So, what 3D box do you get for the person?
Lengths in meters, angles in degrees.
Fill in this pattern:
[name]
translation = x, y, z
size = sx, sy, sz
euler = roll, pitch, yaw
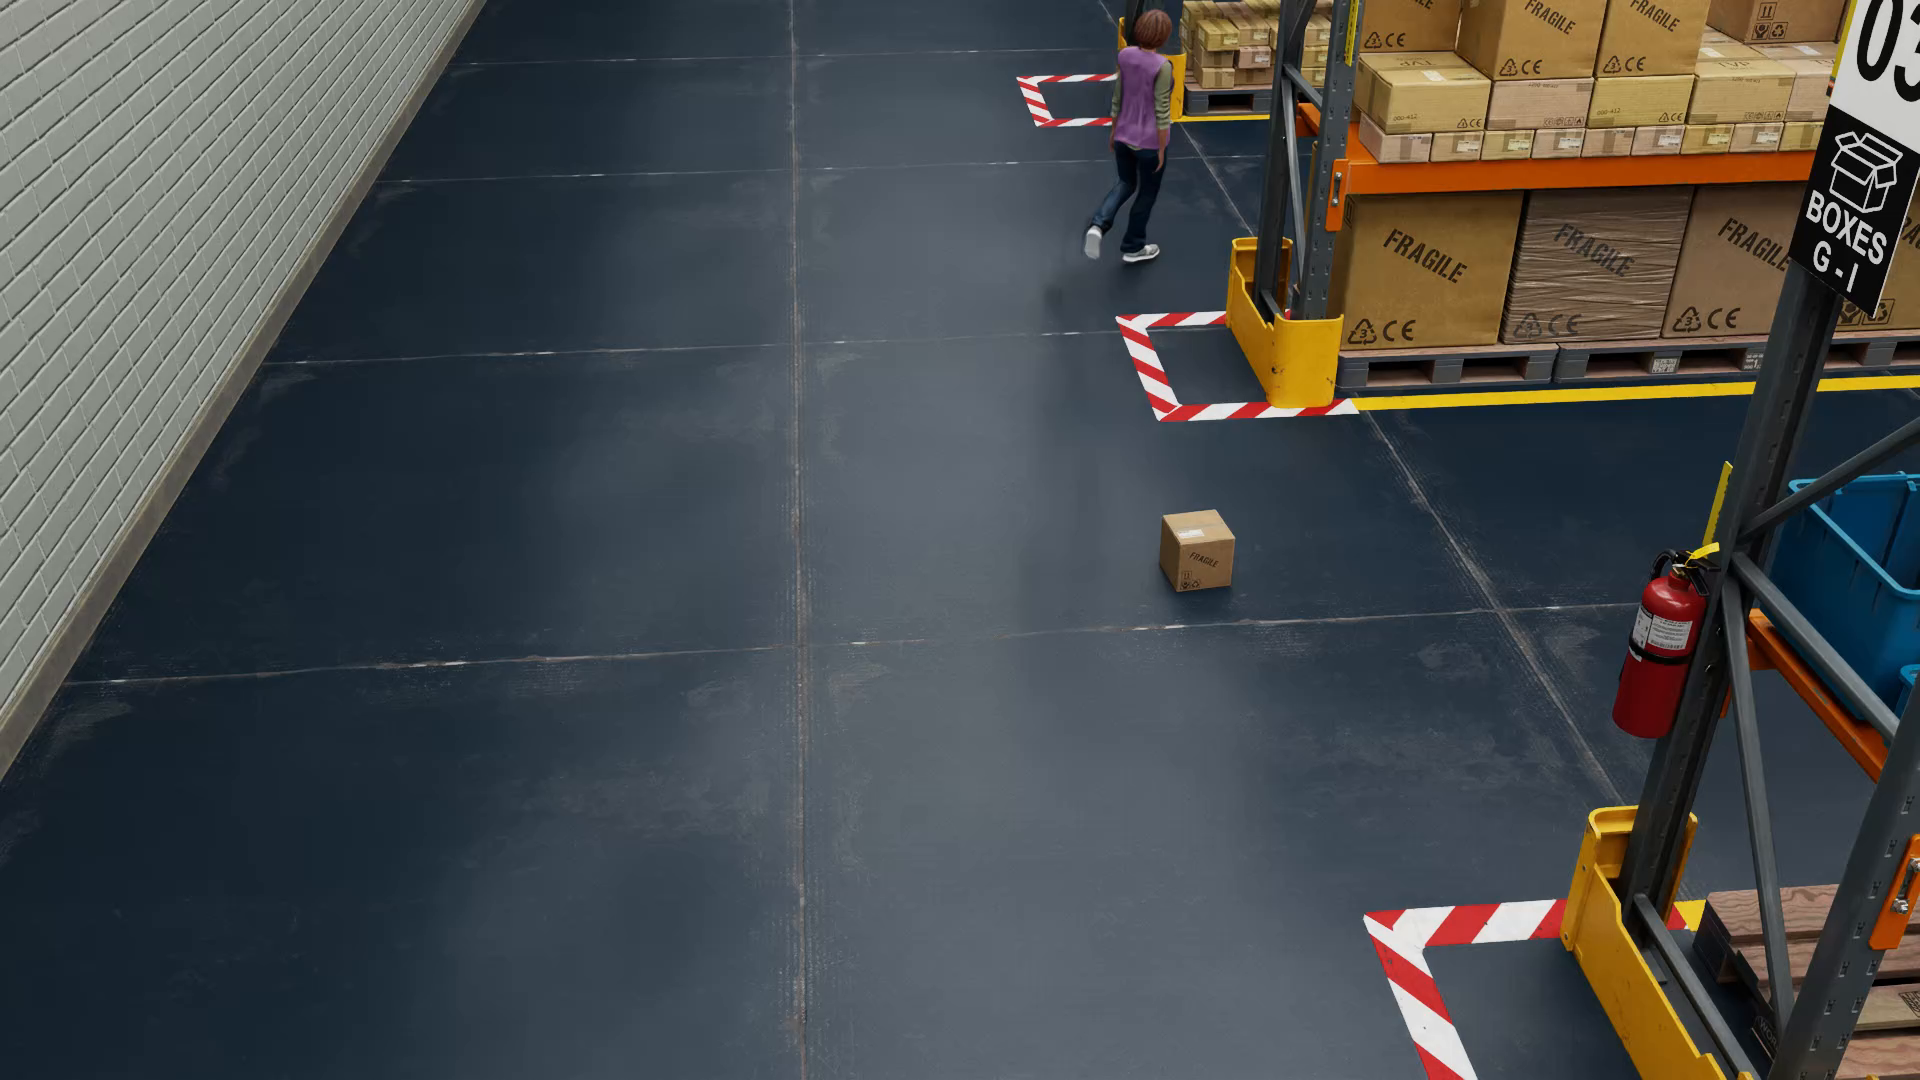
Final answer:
[person]
translation = 1.046, -2.386, 9.990
size = 0.600, 1.580, 0.465
euler = -24, 39, -33
